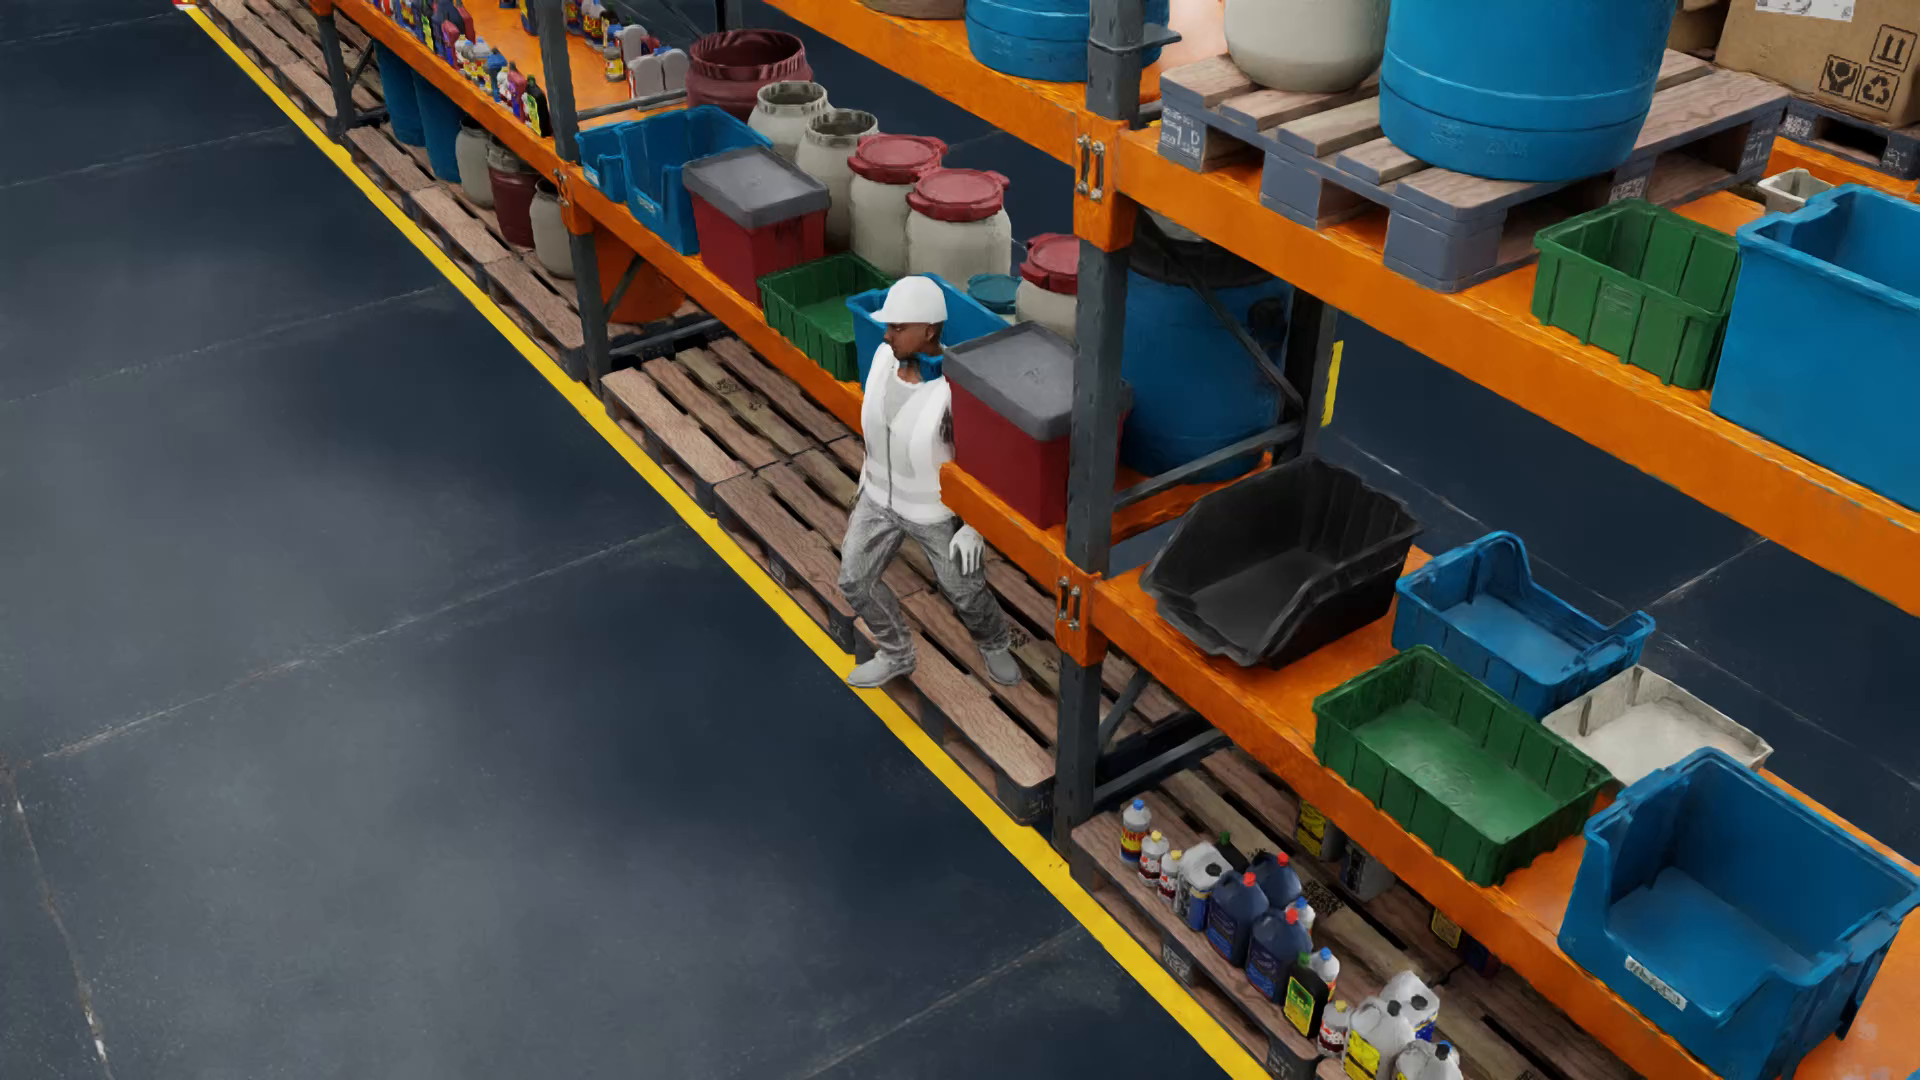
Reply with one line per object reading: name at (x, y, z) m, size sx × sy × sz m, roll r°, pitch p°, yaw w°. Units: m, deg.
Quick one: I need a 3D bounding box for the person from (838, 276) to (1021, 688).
person at (-0.132, -0.182, 6.146) m, size 0.702 × 1.719 × 0.603 m, roll 25°, pitch 43°, yaw 30°
